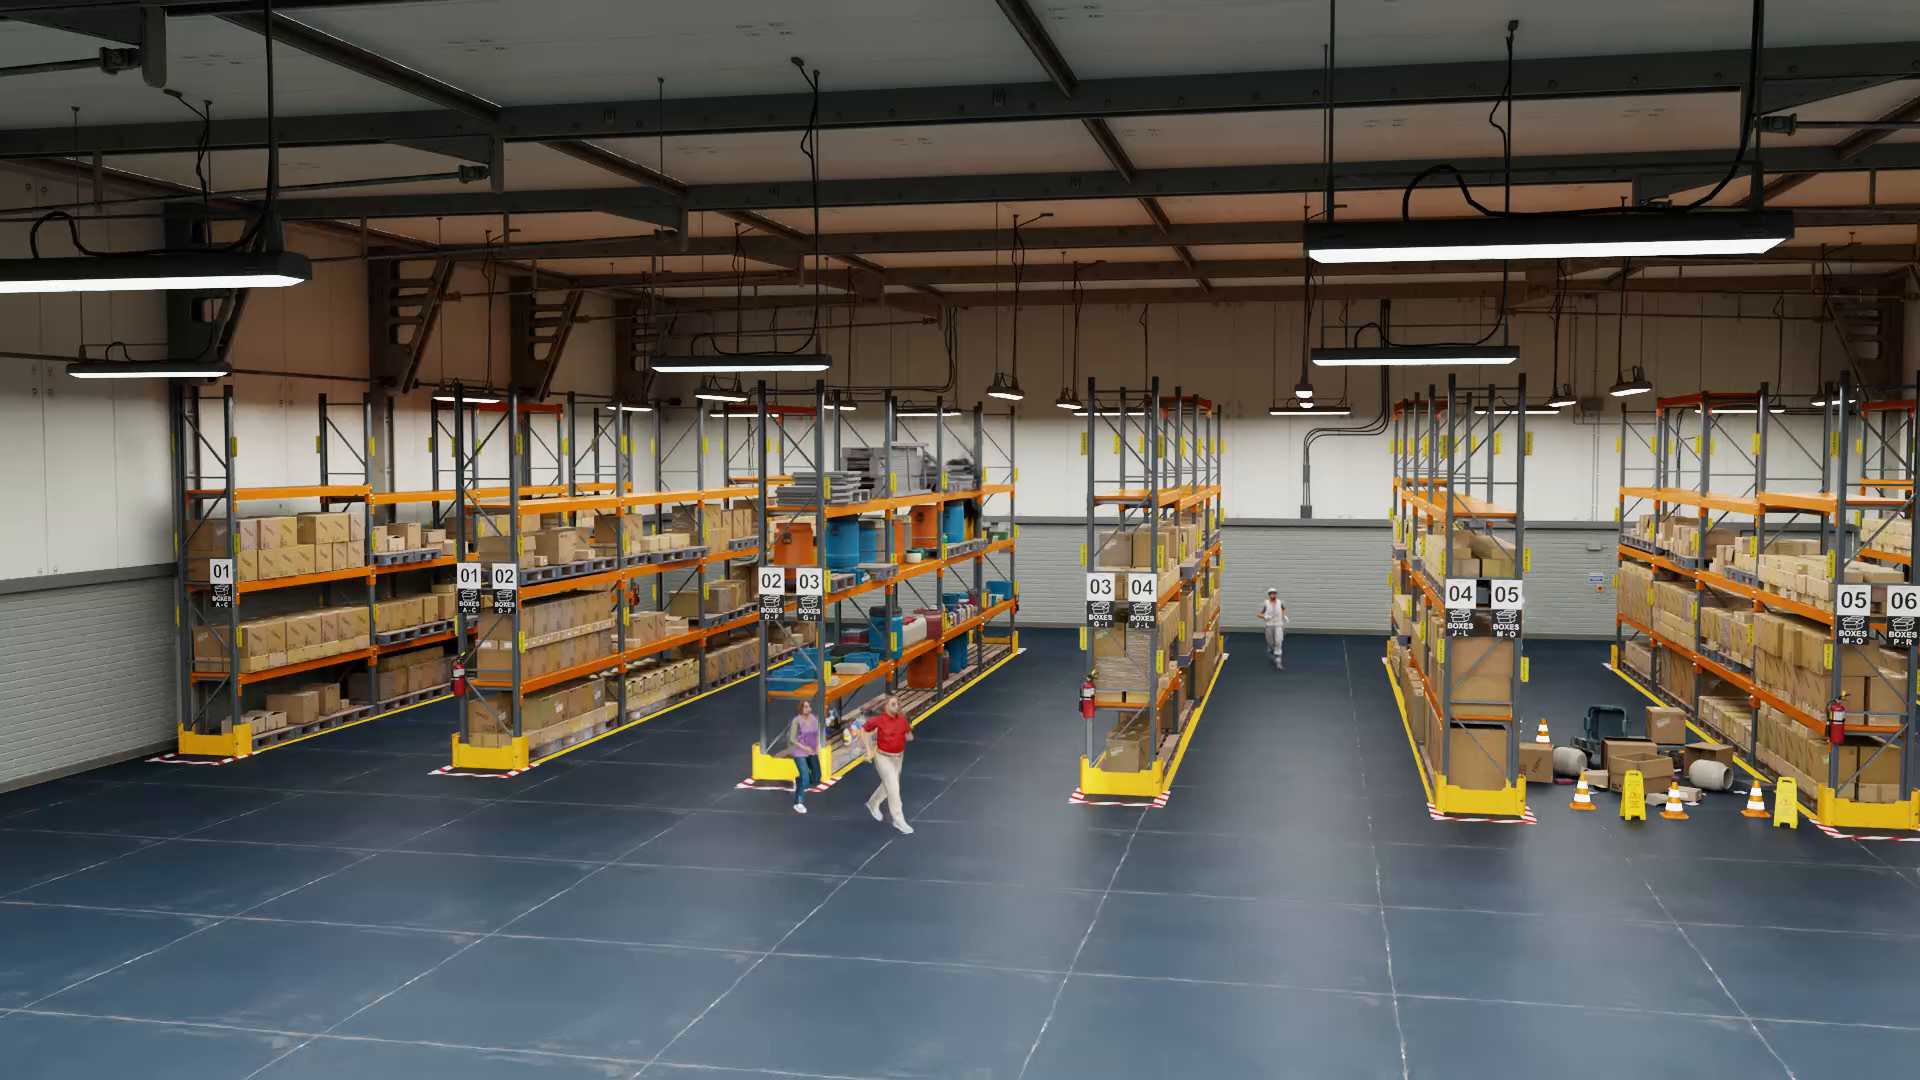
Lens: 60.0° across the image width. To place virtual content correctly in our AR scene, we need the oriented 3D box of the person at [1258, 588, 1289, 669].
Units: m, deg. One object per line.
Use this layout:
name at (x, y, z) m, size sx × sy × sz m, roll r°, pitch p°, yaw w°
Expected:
person at (7.119, 1.981, 37.792) m, size 0.695 × 1.791 × 0.998 m, roll 0°, pitch 3°, yaw 7°

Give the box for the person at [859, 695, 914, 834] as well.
person at (-0.933, 2.897, 21.782) m, size 0.968 × 1.743 × 0.653 m, roll 3°, pitch 4°, yaw 44°

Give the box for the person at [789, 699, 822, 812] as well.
person at (-2.104, 2.956, 22.819) m, size 0.570 × 1.563 × 0.612 m, roll -3°, pitch 4°, yaw -41°
